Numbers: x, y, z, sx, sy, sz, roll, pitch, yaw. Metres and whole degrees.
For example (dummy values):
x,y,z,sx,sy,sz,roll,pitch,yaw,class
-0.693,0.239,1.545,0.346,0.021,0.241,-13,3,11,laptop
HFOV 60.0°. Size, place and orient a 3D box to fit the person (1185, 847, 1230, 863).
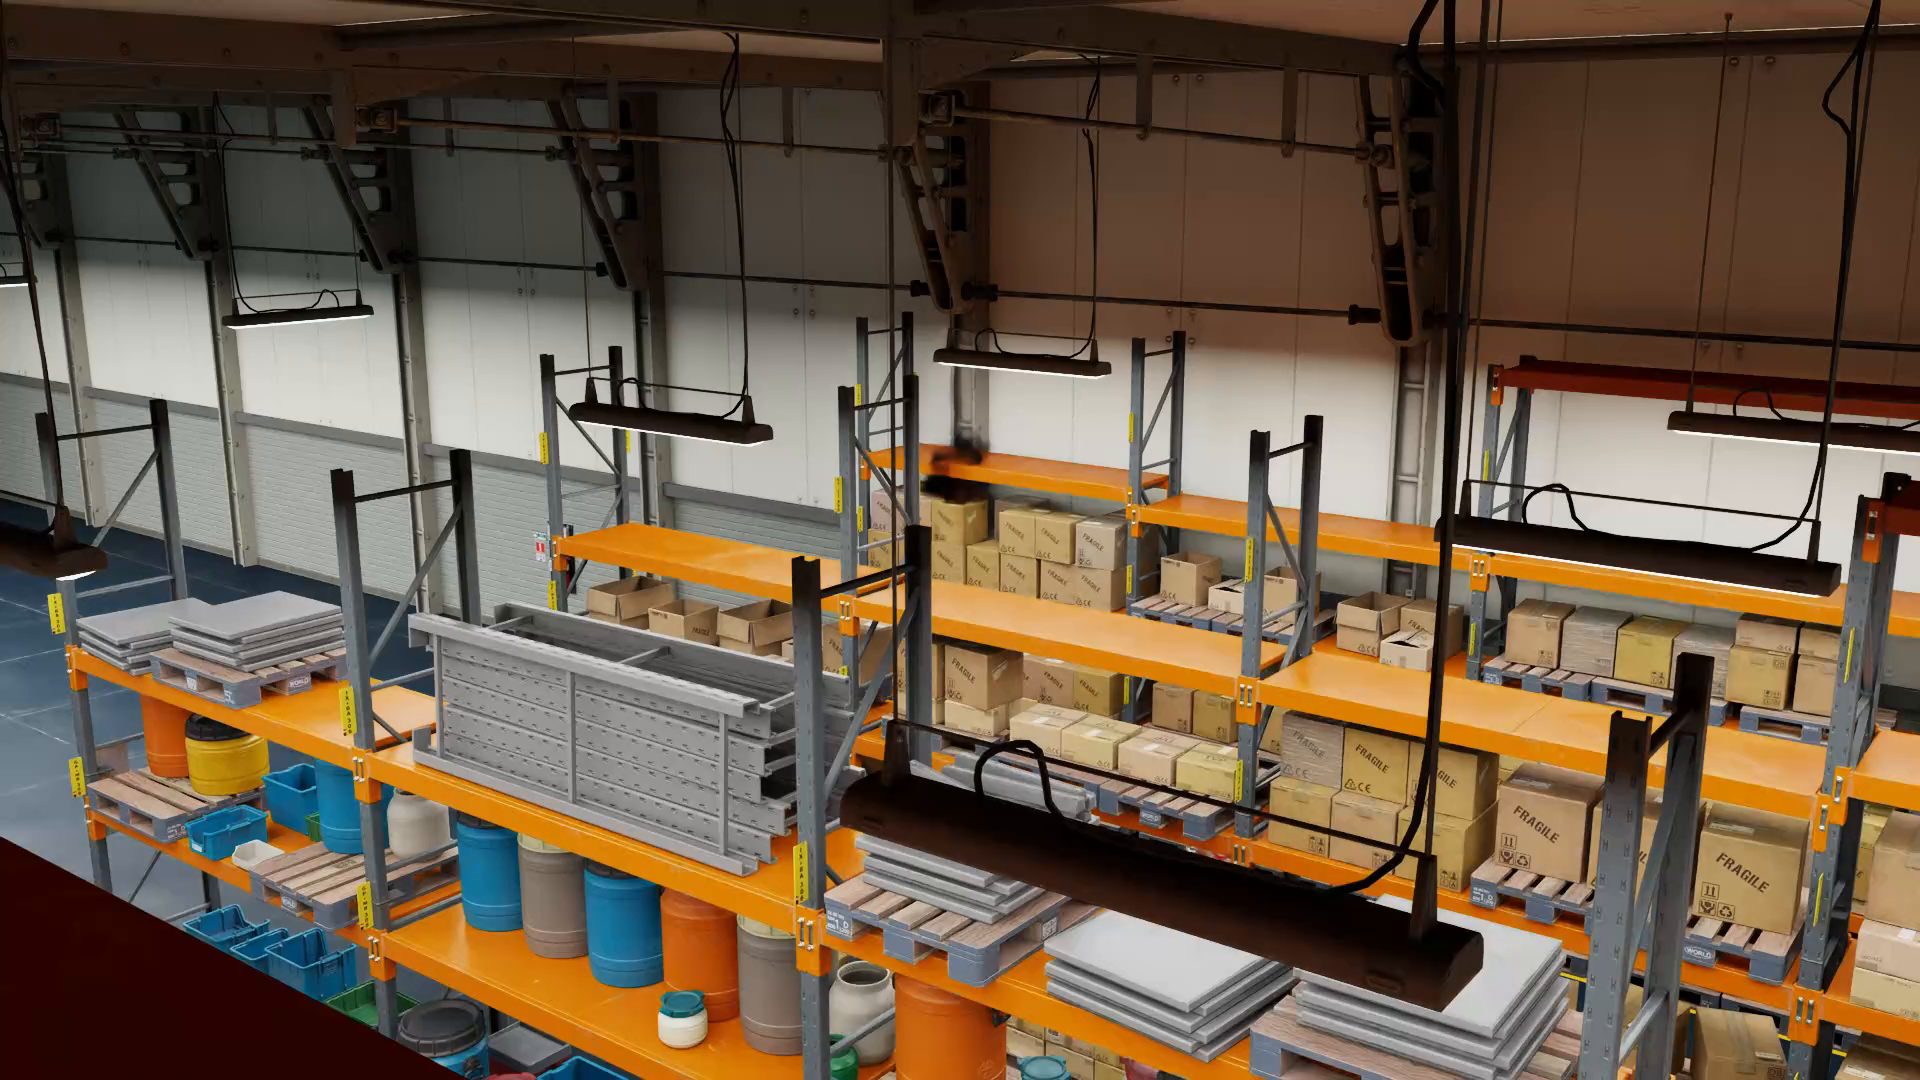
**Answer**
x,y,z,sx,sy,sz,roll,pitch,yaw,class
2.570,3.375,16.769,1.043,1.775,0.685,9,16,33,person
